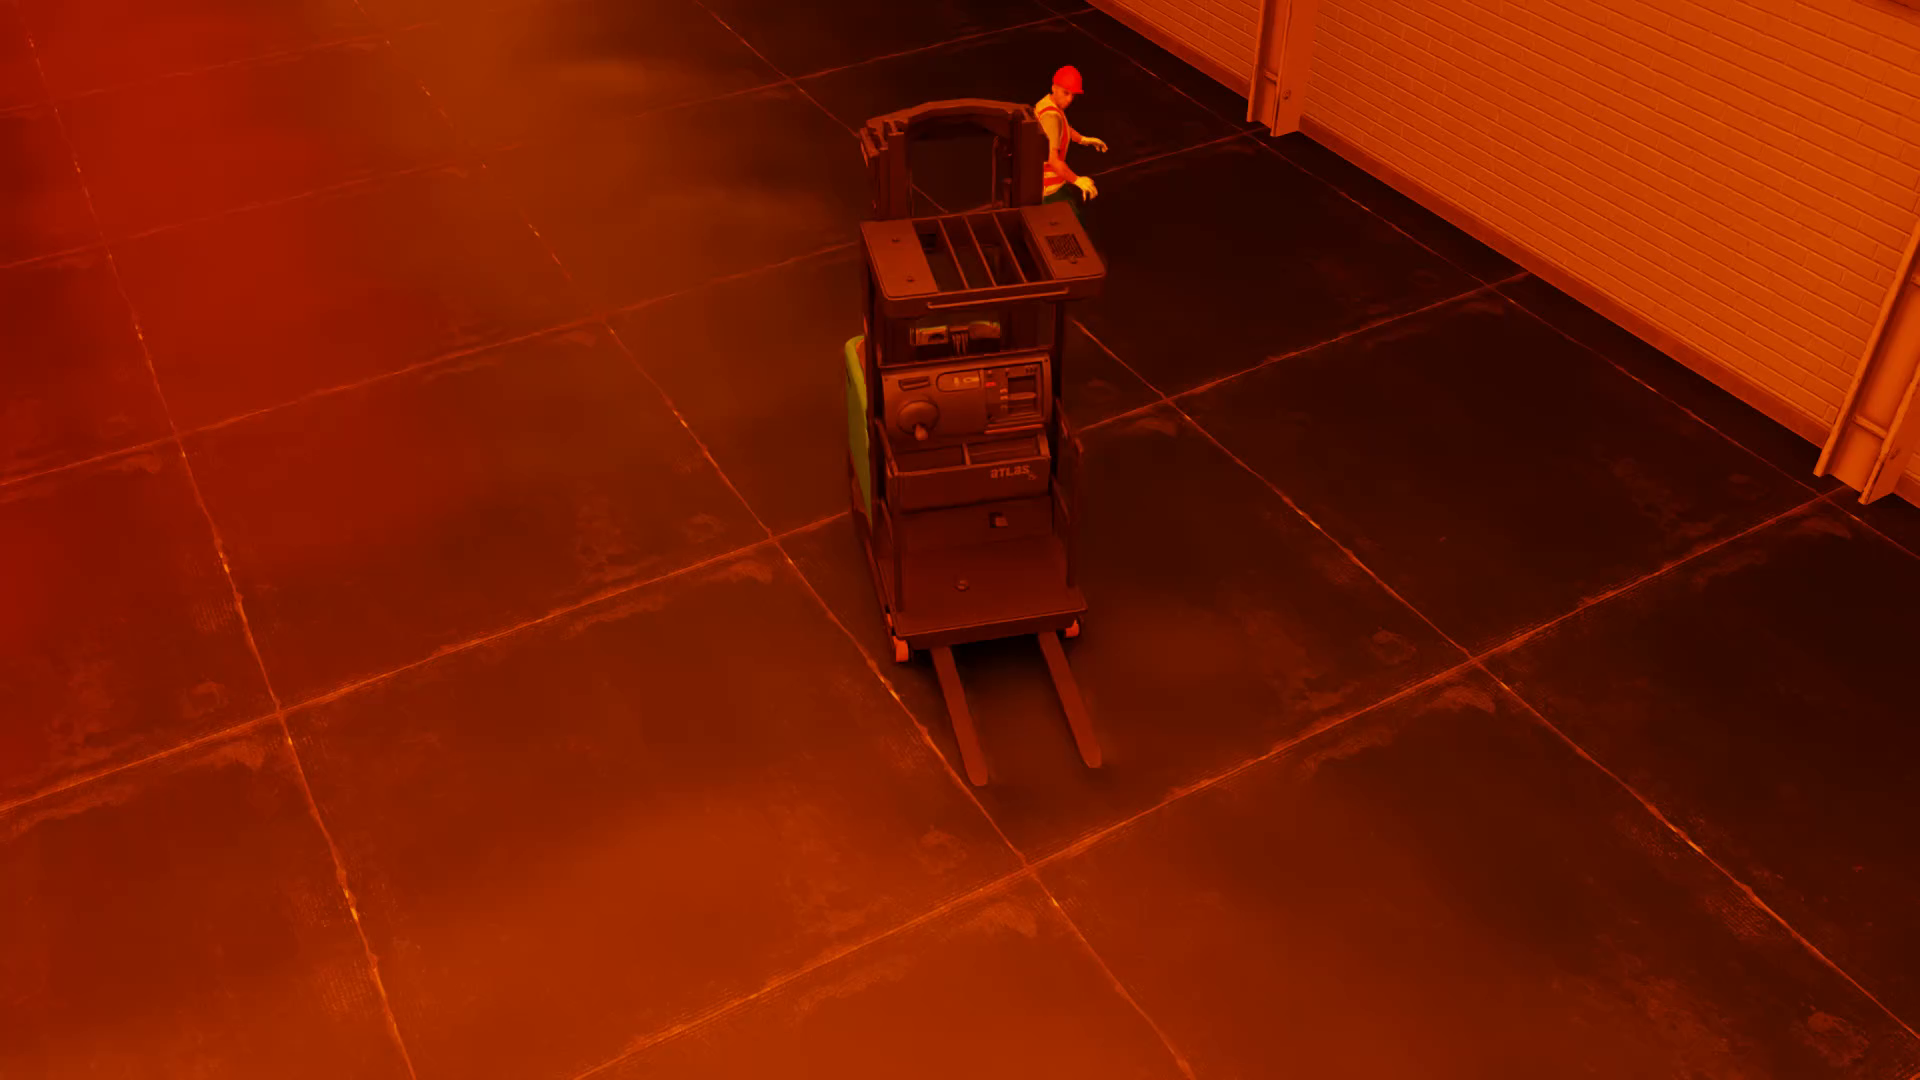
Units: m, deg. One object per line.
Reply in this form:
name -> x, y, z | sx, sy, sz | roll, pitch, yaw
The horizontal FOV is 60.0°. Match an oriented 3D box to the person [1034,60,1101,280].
person -> 0.779, -2.697, 12.272 | 0.642, 1.732, 0.778 | -5, 40, -6

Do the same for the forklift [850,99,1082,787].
forklift -> 0.007, -0.684, 8.860 | 1.130, 2.935, 3.031 | -3, 40, -3
